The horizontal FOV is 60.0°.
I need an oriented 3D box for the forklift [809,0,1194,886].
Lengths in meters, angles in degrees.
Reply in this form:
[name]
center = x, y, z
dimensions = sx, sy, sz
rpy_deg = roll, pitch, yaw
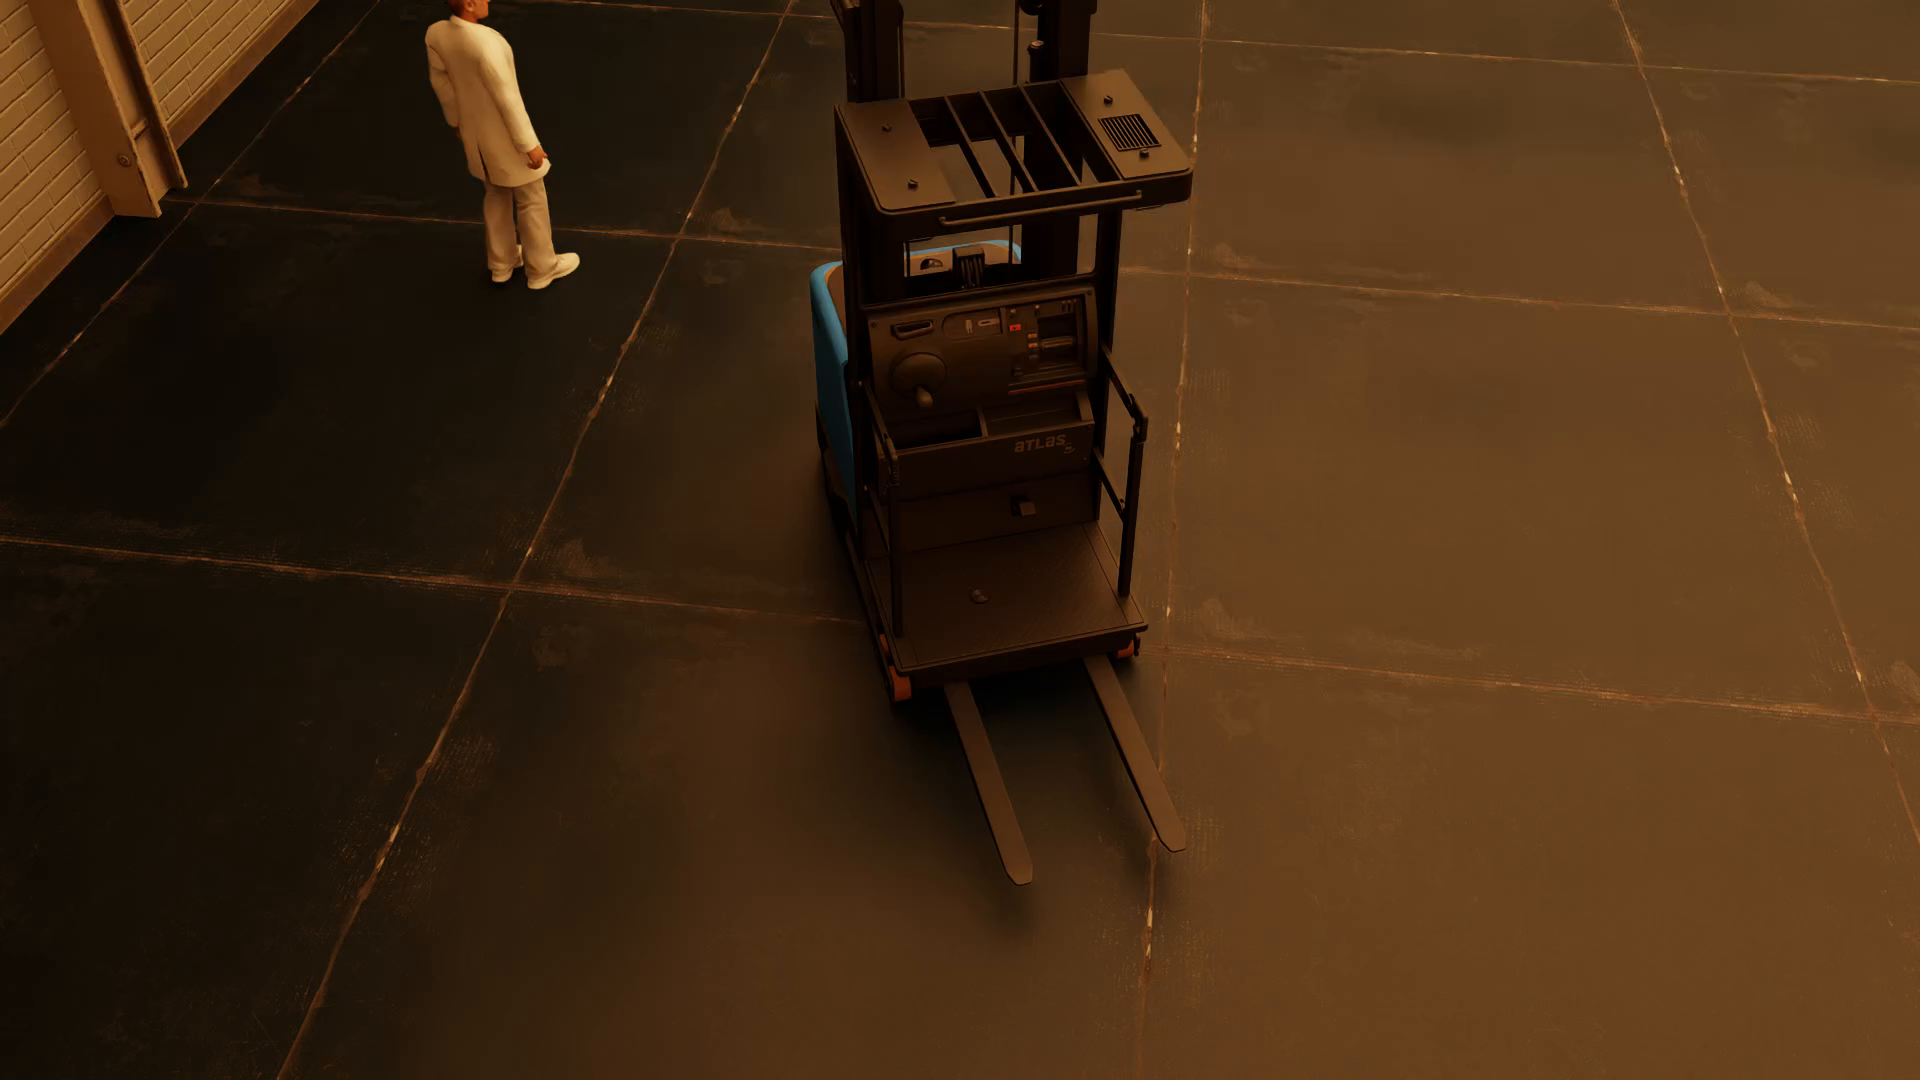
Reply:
[forklift]
center = 0.153, -0.681, 6.465
dimensions = 1.130, 2.935, 3.031
rpy_deg = -10, 44, -11

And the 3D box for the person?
[person]
center = -2.472, -2.212, 8.984
dimensions = 0.670, 1.781, 0.435
rpy_deg = 24, 48, 24
